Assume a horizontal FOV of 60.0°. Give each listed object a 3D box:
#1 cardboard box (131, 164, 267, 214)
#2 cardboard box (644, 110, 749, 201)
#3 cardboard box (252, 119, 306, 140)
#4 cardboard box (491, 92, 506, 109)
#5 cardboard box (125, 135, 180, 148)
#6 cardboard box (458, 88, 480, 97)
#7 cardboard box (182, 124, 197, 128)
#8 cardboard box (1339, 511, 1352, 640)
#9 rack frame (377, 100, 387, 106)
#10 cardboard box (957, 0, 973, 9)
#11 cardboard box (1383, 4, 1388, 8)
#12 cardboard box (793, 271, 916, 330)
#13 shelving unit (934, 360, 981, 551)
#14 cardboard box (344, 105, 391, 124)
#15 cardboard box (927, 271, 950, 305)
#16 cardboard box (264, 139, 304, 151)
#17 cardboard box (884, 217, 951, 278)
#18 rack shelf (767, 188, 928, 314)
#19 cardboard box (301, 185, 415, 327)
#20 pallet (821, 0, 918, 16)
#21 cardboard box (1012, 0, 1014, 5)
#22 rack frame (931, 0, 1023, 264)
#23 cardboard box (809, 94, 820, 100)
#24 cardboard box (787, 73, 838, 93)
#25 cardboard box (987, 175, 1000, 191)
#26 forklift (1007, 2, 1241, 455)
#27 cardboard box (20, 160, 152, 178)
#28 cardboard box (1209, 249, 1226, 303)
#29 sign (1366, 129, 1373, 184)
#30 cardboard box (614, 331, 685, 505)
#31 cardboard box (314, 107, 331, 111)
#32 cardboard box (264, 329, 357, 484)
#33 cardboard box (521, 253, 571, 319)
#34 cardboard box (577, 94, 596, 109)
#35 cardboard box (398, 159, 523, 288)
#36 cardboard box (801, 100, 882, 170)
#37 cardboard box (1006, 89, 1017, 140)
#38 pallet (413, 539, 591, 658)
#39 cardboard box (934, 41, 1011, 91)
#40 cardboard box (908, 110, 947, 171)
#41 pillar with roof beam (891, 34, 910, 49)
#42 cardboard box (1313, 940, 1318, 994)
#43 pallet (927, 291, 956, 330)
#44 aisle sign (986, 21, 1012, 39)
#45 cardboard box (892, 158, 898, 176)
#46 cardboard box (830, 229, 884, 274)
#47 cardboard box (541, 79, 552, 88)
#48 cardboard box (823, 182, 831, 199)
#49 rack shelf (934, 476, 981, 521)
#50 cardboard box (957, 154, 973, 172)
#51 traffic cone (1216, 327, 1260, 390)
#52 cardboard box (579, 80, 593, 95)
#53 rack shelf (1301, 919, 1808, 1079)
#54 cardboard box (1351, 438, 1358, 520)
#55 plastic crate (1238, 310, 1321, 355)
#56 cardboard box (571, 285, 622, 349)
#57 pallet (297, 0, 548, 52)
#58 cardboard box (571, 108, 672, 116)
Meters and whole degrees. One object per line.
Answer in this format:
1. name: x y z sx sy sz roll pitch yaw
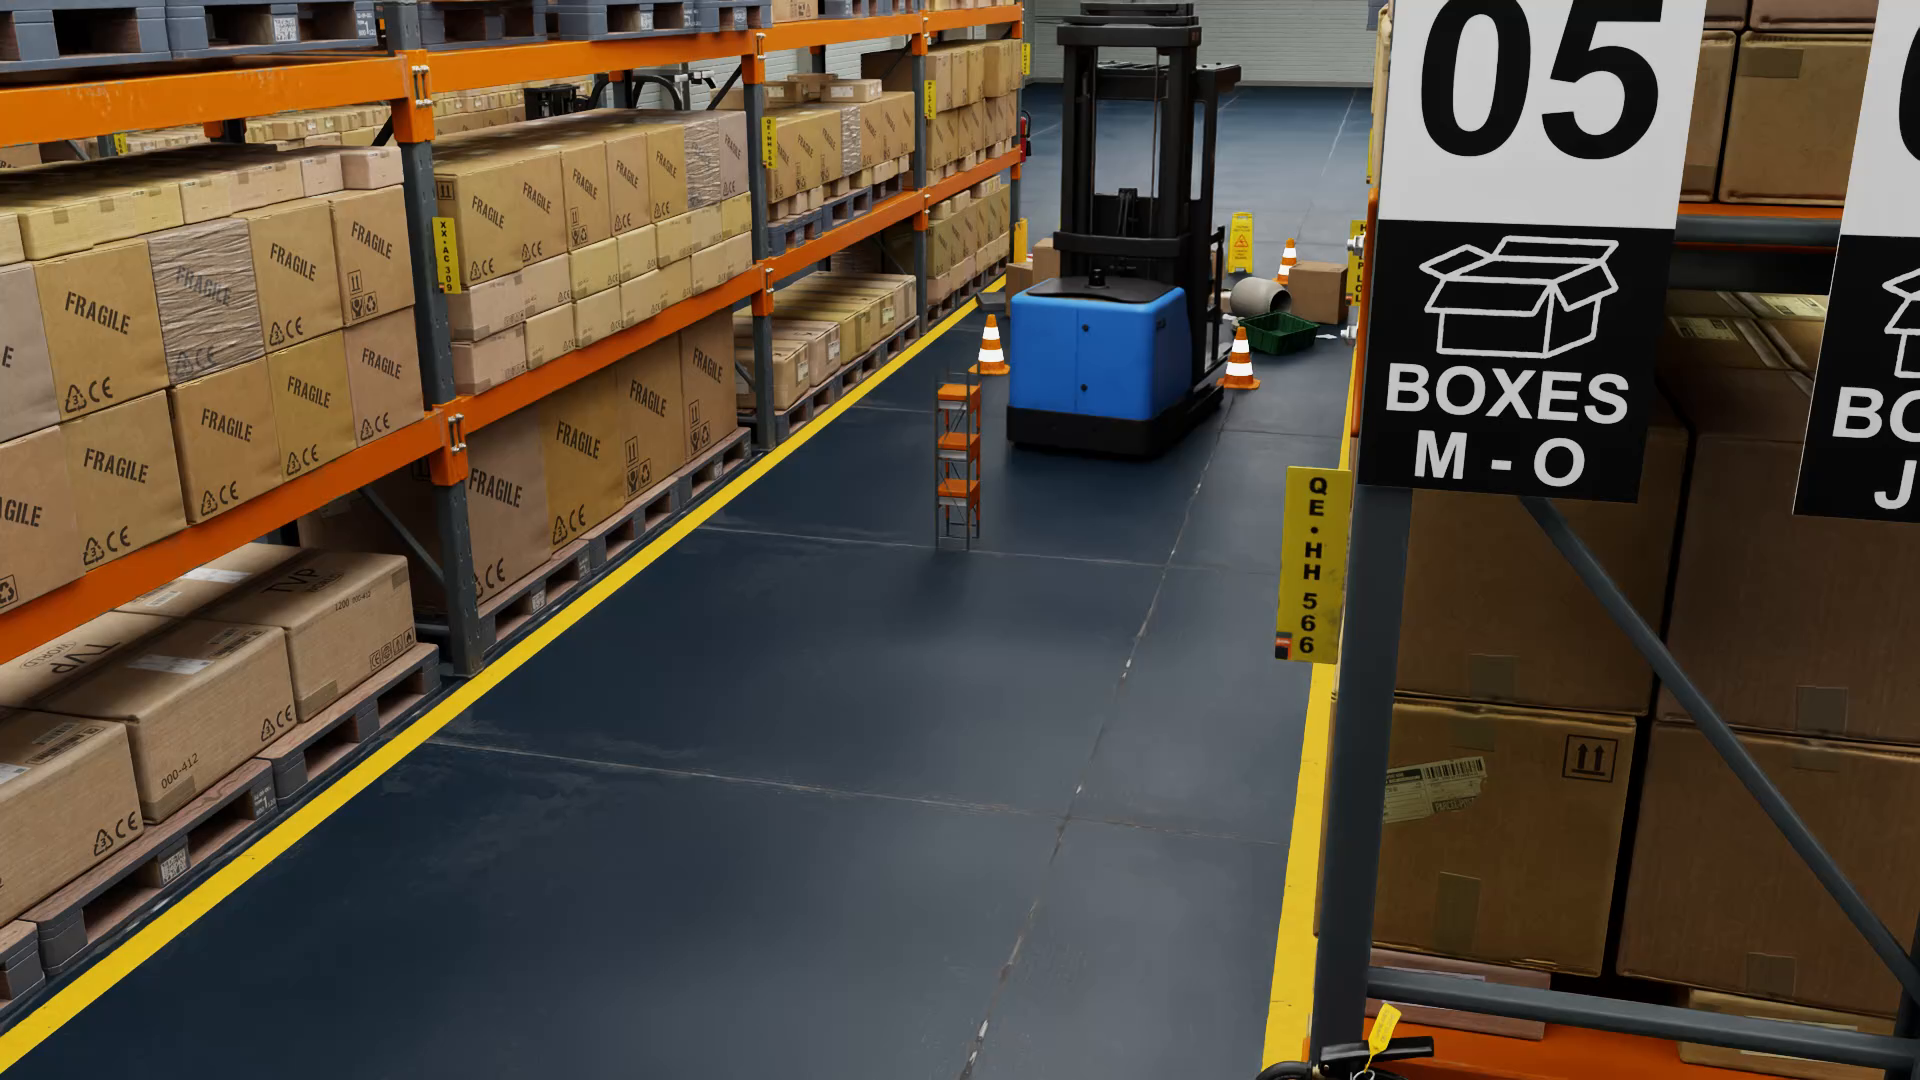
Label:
1. cardboard box: -2.805 -1.296 6.136 0.380 0.149 0.250 4 19 13
2. cardboard box: -1.649 -2.414 10.413 0.500 0.500 0.500 4 19 12
3. cardboard box: -5.755 -3.458 14.014 0.380 0.149 0.250 4 19 12
4. cardboard box: -4.940 -4.553 17.219 0.380 0.149 0.250 4 19 12
5. cardboard box: -6.163 -2.982 12.618 0.380 0.149 0.250 5 20 15
6. cardboard box: -5.055 -4.535 16.705 0.380 0.149 0.250 5 20 15
7. cardboard box: -6.518 -3.349 13.695 0.380 0.149 0.250 4 19 12
8. cardboard box: 1.199 0.121 4.079 0.500 0.500 0.500 5 19 14
9. rack frame: -5.613 -3.721 15.940 1.000 3.000 0.127 5 19 13
10. cardboard box: -0.085 -5.106 15.744 0.380 0.149 0.250 4 19 12
11. cardboard box: 1.442 -1.368 4.644 0.500 0.250 0.500 6 20 16
12. cardboard box: -0.925 -2.121 14.671 0.950 0.372 0.625 5 19 14
13. shelving unit: -0.013 -0.480 9.469 0.215 1.050 0.252 5 19 13
14. cardboard box: -5.482 -3.950 15.454 0.380 0.149 0.250 5 20 15
15. cardboard box: -0.393 -2.391 15.652 0.500 0.250 0.500 4 19 11
16. cardboard box: -5.876 -3.234 13.974 0.500 0.250 0.500 5 19 14
17. cardboard box: -0.393 -2.746 15.530 0.500 0.500 0.500 6 20 16
18. rack shelf: -1.288 -2.363 13.077 1.077 0.370 4.000 5 19 13
19. cardboard box: -2.601 -1.173 6.780 0.500 0.500 0.500 4 19 13
20. pallet: -1.053 -4.475 13.800 1.213 0.211 1.003 5 19 13
21. cardboard box: 0.362 -5.750 17.630 0.380 0.149 0.250 5 19 14
22. rack frame: 0.178 -4.584 18.467 1.000 3.000 0.127 5 19 13
23. cardboard box: -1.314 -3.435 13.840 0.500 0.500 0.500 5 19 14
24. cardboard box: -1.257 -3.904 14.209 0.380 0.149 0.250 5 19 13
25. cardboard box: 0.211 -3.751 17.469 0.380 0.149 0.250 5 20 15
26. forklift: 1.364 -2.391 12.153 1.130 2.935 3.031 8 20 22
27. cardboard box: -3.271 -1.333 6.245 0.380 0.149 0.250 5 19 13
28. cardboard box: 2.204 -2.652 16.673 0.797 0.503 0.637 -9 21 -24
29. sign: 2.509 -2.308 10.012 0.100 0.325 0.005 5 19 13
30. cardboard box: -2.248 -0.780 9.969 0.875 0.875 0.875 5 19 14
31. cardboard box: -6.024 -3.902 15.312 0.380 0.149 0.250 4 19 12
32. cardboard box: -2.740 -0.543 6.481 0.500 0.500 0.500 4 19 12
33. cardboard box: -2.273 -1.269 8.222 0.500 0.250 0.500 5 19 14
34. cardboard box: -4.502 -4.847 19.082 0.500 0.500 0.500 4 19 12
35. cardboard box: -2.368 -1.458 7.614 0.500 0.500 0.500 5 19 14
36. cardboard box: -0.941 -3.237 13.259 0.500 0.500 0.500 5 20 15
37. cardboard box: 0.313 -4.580 17.841 0.500 0.500 0.500 4 19 12
38. pallet: -2.638 0.249 8.631 1.003 0.211 1.213 5 19 13
39. cardboard box: 0.134 -4.910 17.259 0.700 0.500 0.500 5 19 14
40. cardboard box: -0.421 -3.634 15.071 0.500 0.500 0.500 5 19 13
41. pillar with roof beam: 2.892 -12.968 33.733 9.100 9.000 0.400 5 19 13
42. cardboard box: 1.171 1.143 4.540 0.380 0.149 0.250 5 20 15
43. pallet: -0.669 -2.224 15.871 1.003 0.211 1.213 5 19 13
44. aisle sign: 0.474 -5.810 18.036 0.394 0.787 0.004 5 19 13
45. cardboard box: -0.739 -3.145 13.995 0.380 0.149 0.250 4 19 12
46. cardboard box: -0.915 -2.789 15.656 0.500 0.500 0.500 4 19 13
47. cardboard box: -4.676 -5.014 18.108 0.380 0.149 0.250 5 20 15
48. cardboard box: -1.202 -2.669 12.601 0.380 0.149 0.250 5 20 16
49. rack shelf: -0.013 -0.207 9.562 0.215 0.259 0.240 5 19 13
50. cardboard box: -0.090 -3.685 16.223 0.380 0.149 0.250 5 19 14
51. traffic cone: 2.234 -1.469 13.273 0.336 0.463 0.334 5 19 13
52. cardboard box: -4.449 -5.198 19.107 0.380 0.149 0.250 5 19 14
53. rack shelf: 1.582 0.504 4.684 1.077 0.370 4.000 5 19 13
54. cardboard box: 1.088 -0.193 3.449 0.500 0.500 0.500 4 19 12
55. plastic crate: 2.798 -1.825 14.652 0.450 0.188 0.662 29 33 36
56. cardboard box: -2.125 -1.190 8.764 0.500 0.250 0.500 4 19 13
57. pallet: -2.578 -2.443 7.854 0.805 0.209 1.217 4 19 11
58. cardboard box: -2.134 -2.461 10.552 0.500 0.500 0.500 4 19 12
